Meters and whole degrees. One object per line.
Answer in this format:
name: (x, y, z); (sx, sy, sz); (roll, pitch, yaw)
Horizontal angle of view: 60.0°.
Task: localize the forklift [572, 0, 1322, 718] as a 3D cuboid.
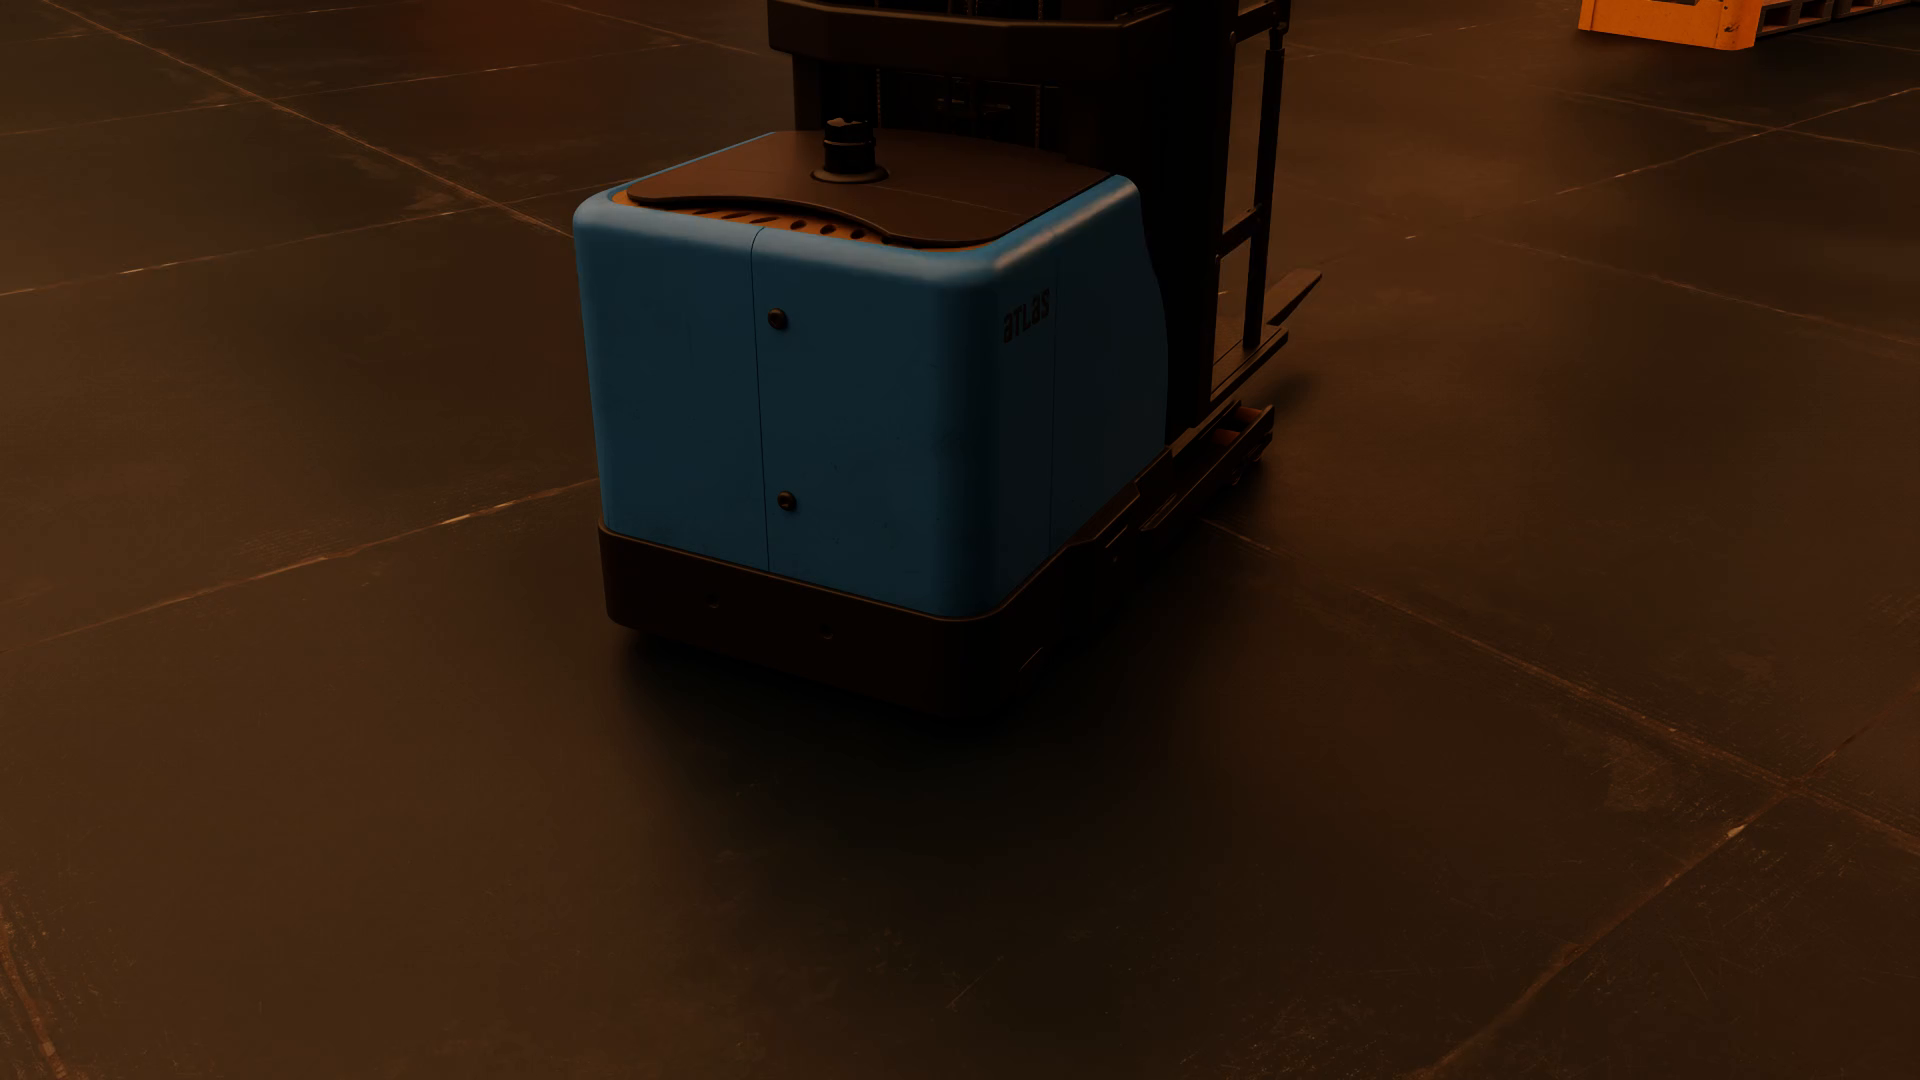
forklift: (0.285, -1.552, 4.331); (1.130, 2.935, 3.031); (13, 29, 25)
